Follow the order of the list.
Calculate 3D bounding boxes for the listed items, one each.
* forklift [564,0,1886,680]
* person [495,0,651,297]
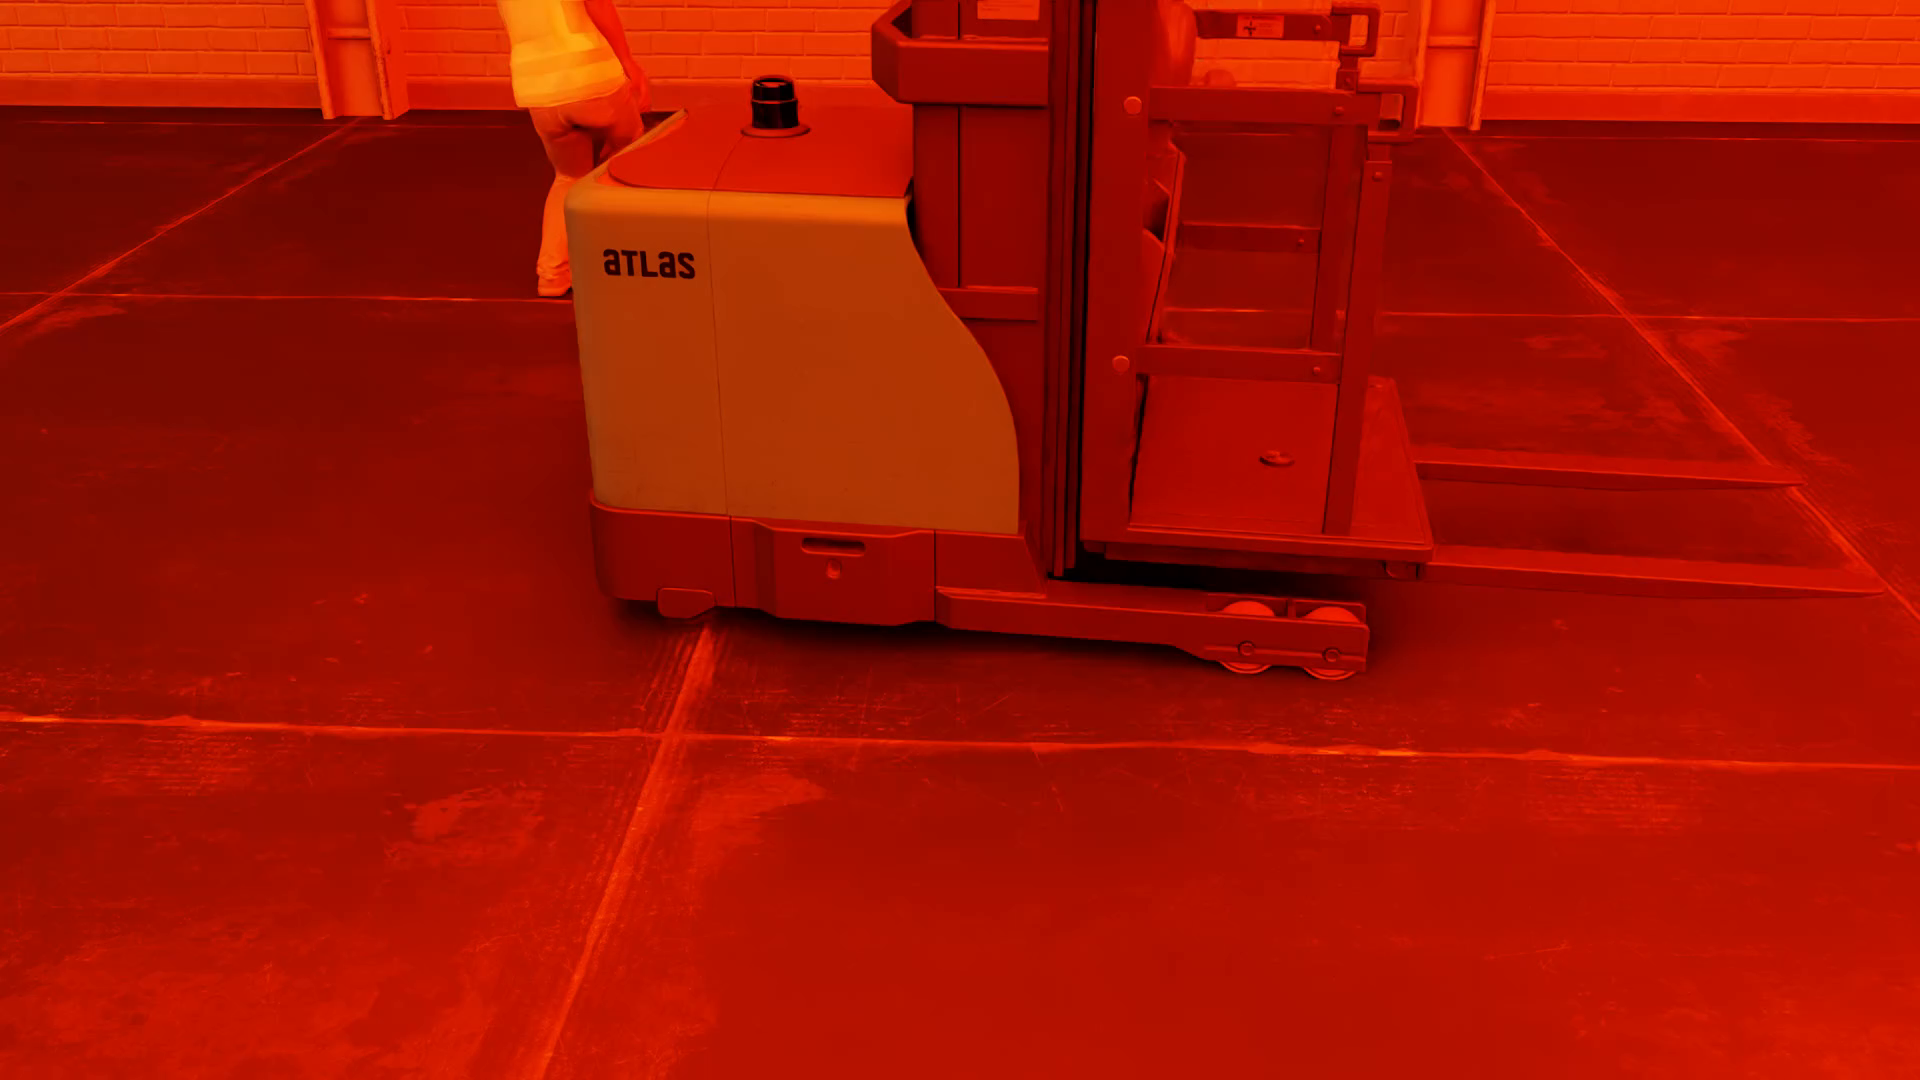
[{"bbox_3d":[0.658,-1.241,3.725,3.031,2.935,1.130,4,27,8],"label":"forklift"},{"bbox_3d":[-1.368,-1.761,6.327,0.806,1.583,0.822,9,28,18],"label":"person"}]
